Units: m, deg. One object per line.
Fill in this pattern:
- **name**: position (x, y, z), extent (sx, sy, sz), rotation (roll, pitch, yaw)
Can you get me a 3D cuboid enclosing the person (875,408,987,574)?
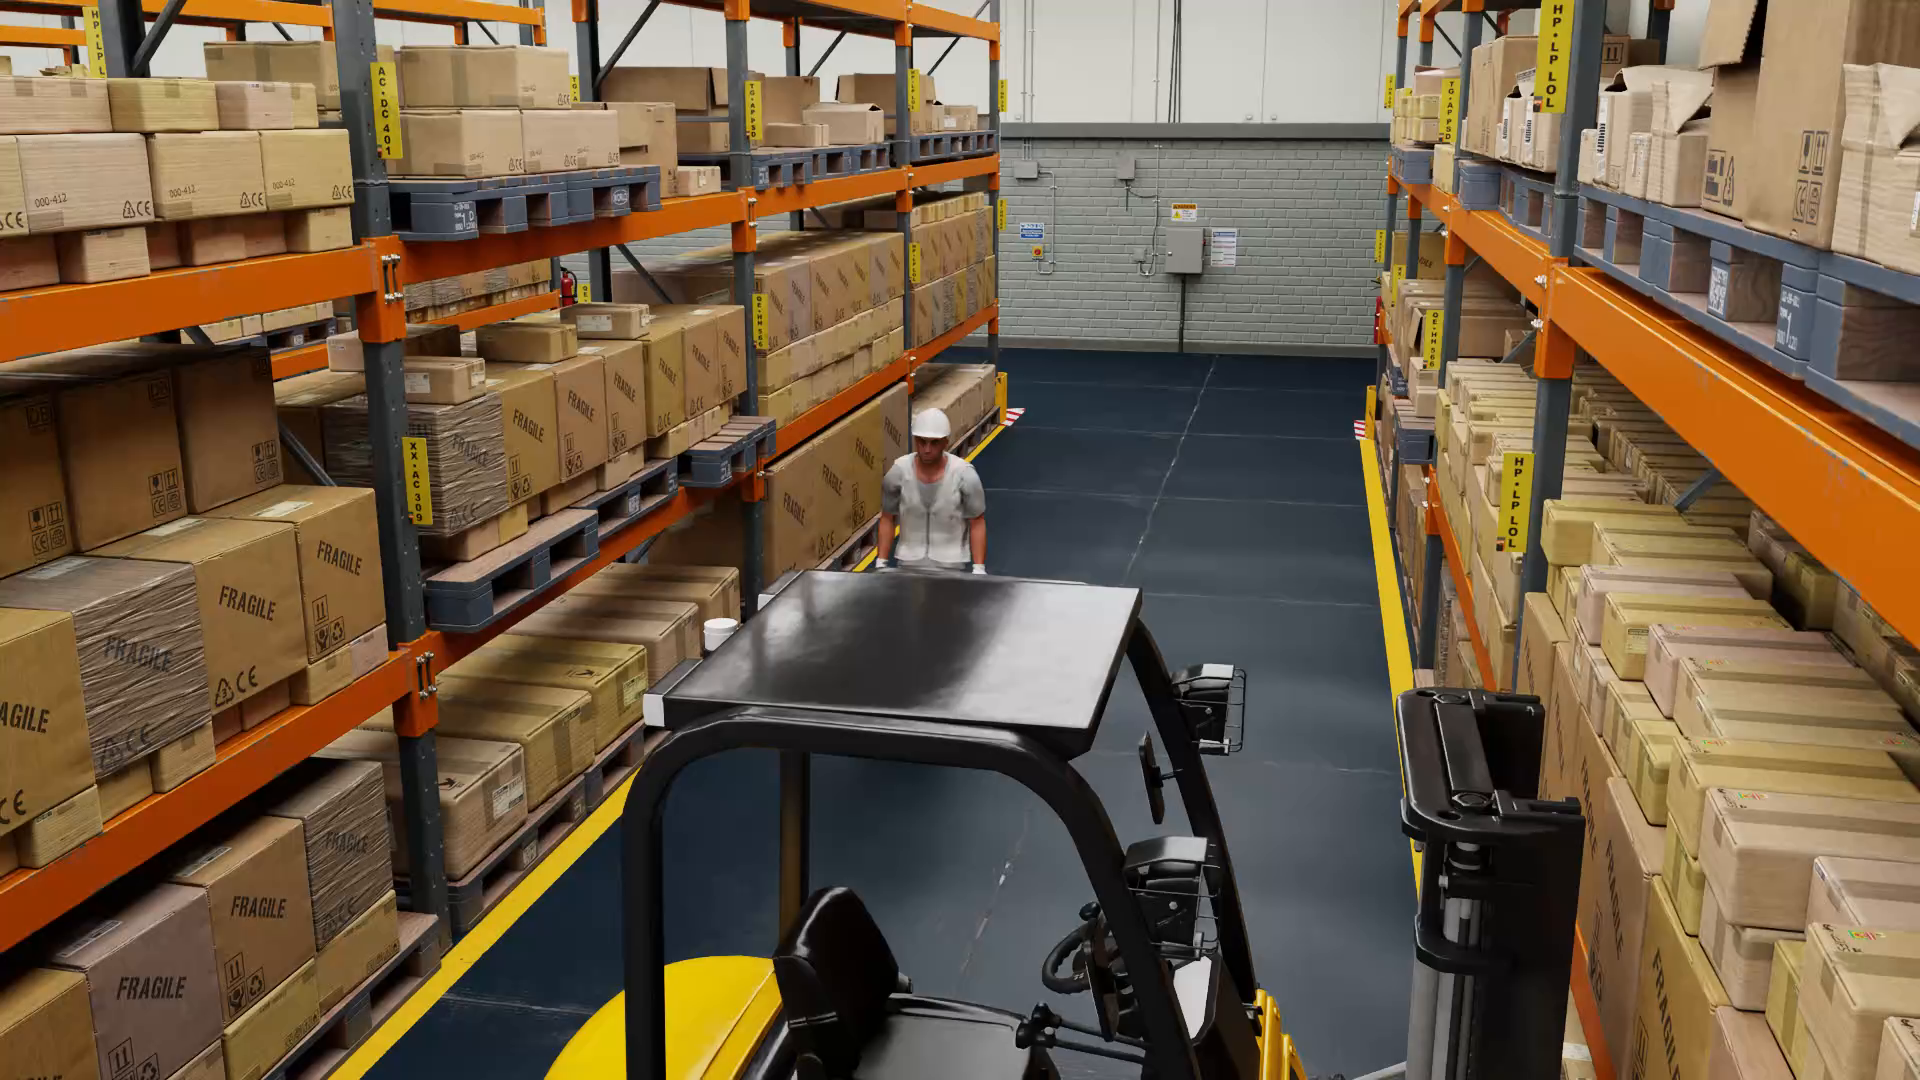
- **person**: position (-0.158, 0.168, 8.829), extent (0.622, 1.779, 0.452), rotation (3, 15, 10)
